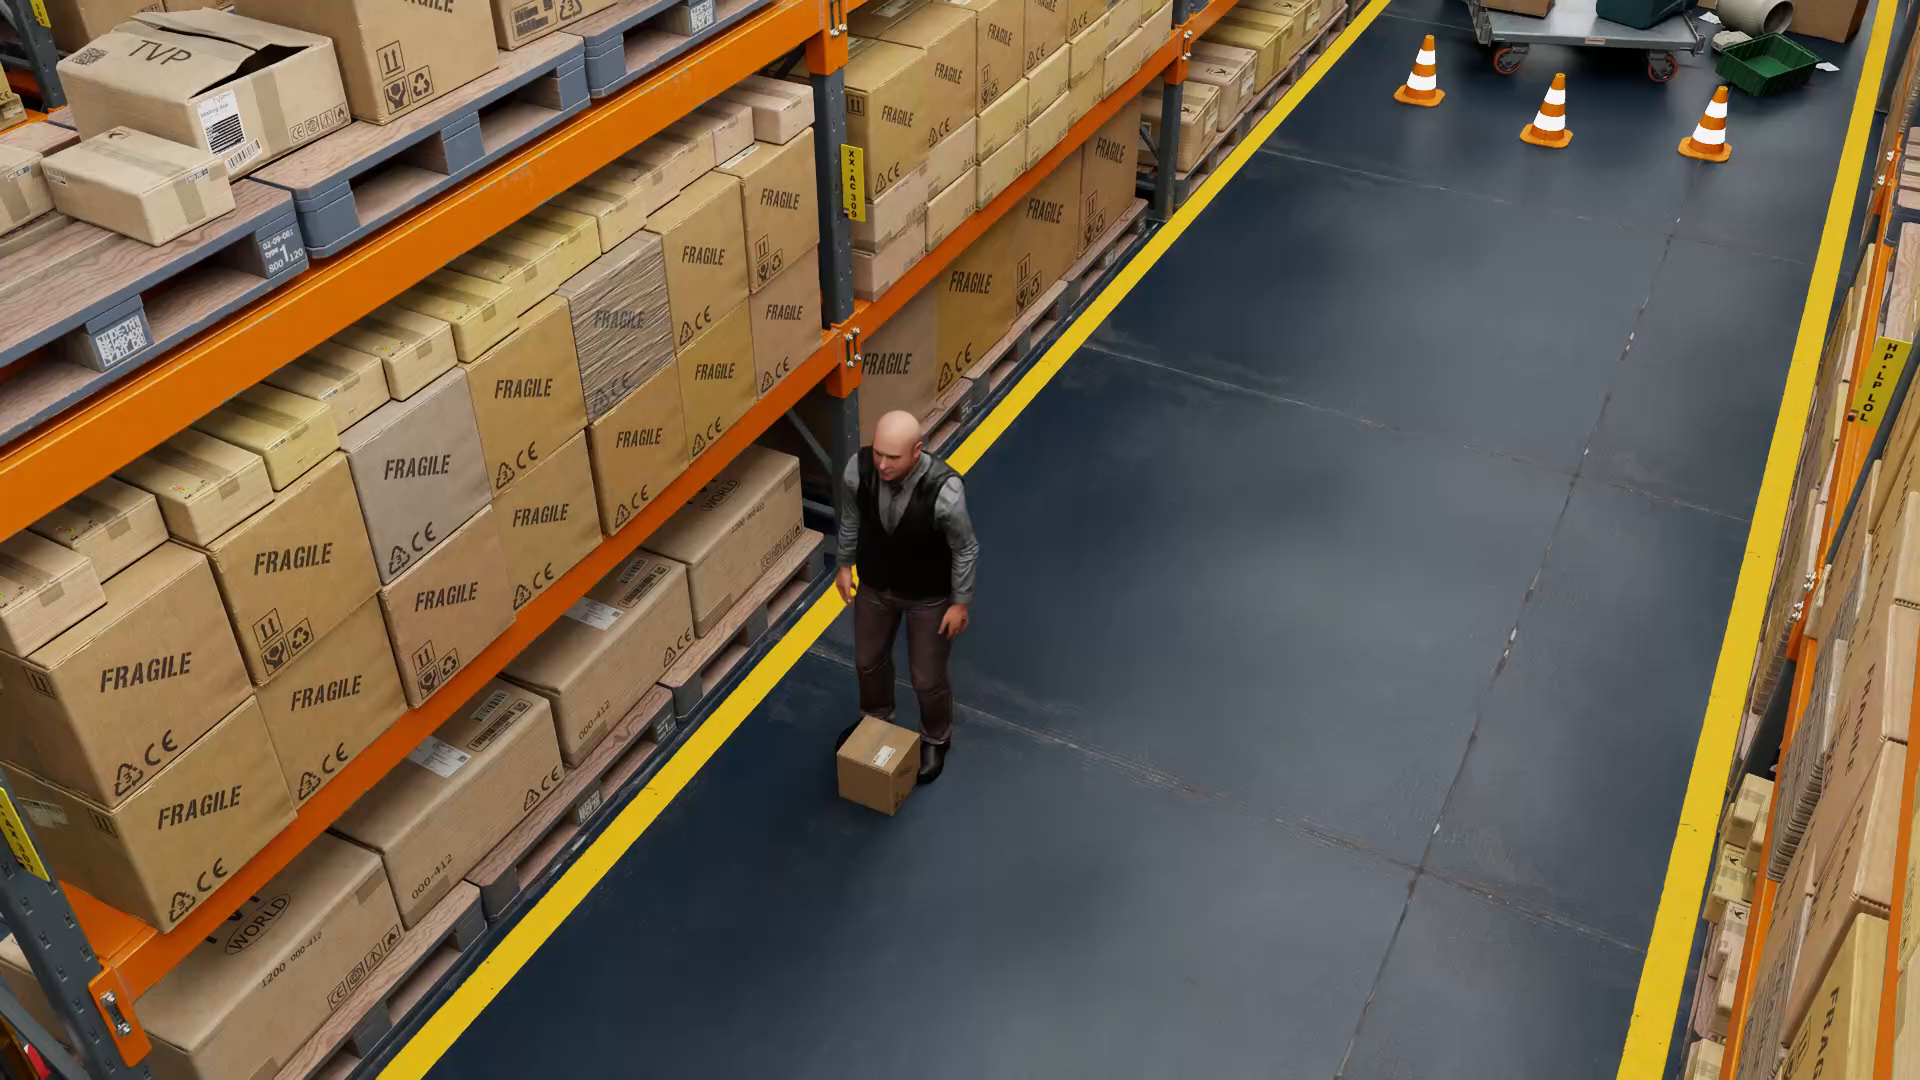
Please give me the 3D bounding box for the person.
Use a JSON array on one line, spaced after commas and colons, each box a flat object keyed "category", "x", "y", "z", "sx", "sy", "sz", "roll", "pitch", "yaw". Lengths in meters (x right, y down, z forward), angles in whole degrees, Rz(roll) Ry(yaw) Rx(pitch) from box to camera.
[{"category": "person", "x": -0.205, "y": 0.184, "z": 6.532, "sx": 0.584, "sy": 1.720, "sz": 0.412, "roll": 17, "pitch": 41, "yaw": 21}]
